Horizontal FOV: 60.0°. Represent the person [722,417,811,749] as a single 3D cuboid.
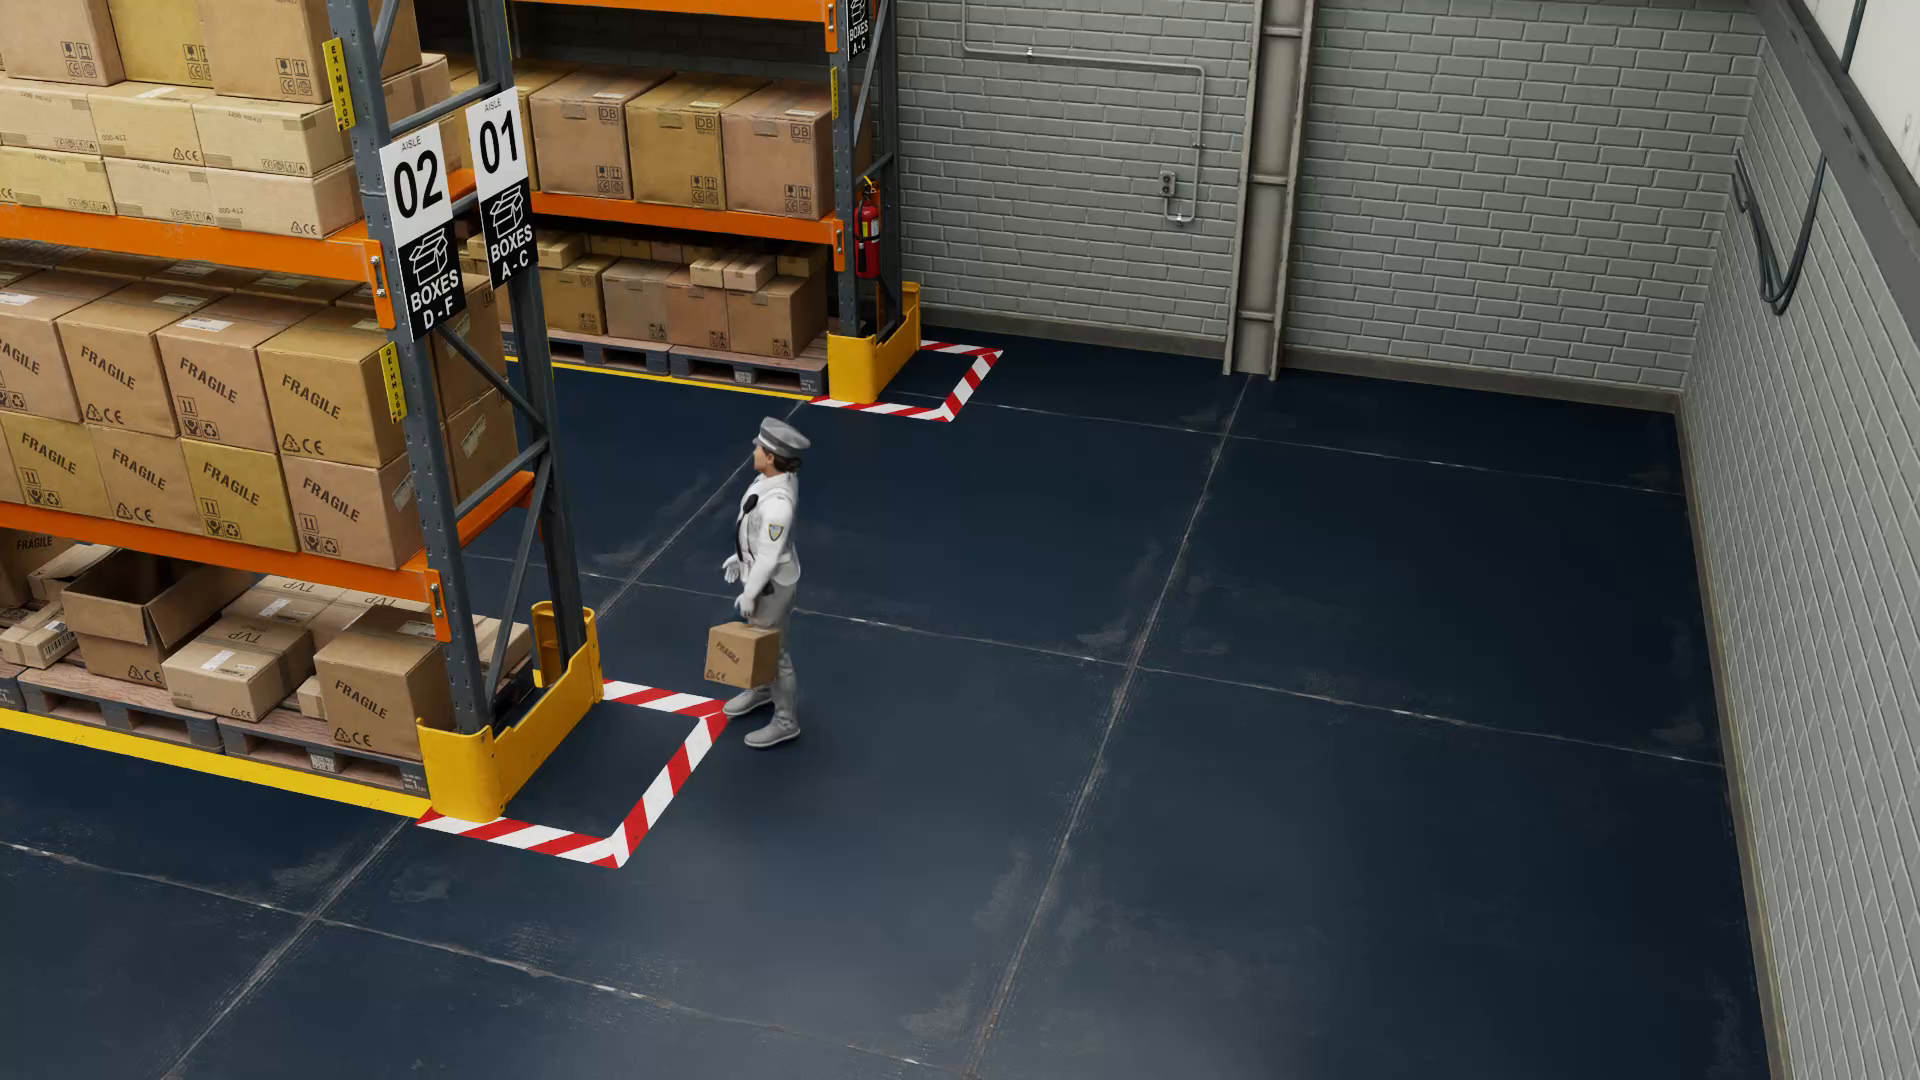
[{"bbox_3d":[-0.954,0.202,8.107,0.521,1.699,0.498,-3,29,-5],"label":"person"}]
